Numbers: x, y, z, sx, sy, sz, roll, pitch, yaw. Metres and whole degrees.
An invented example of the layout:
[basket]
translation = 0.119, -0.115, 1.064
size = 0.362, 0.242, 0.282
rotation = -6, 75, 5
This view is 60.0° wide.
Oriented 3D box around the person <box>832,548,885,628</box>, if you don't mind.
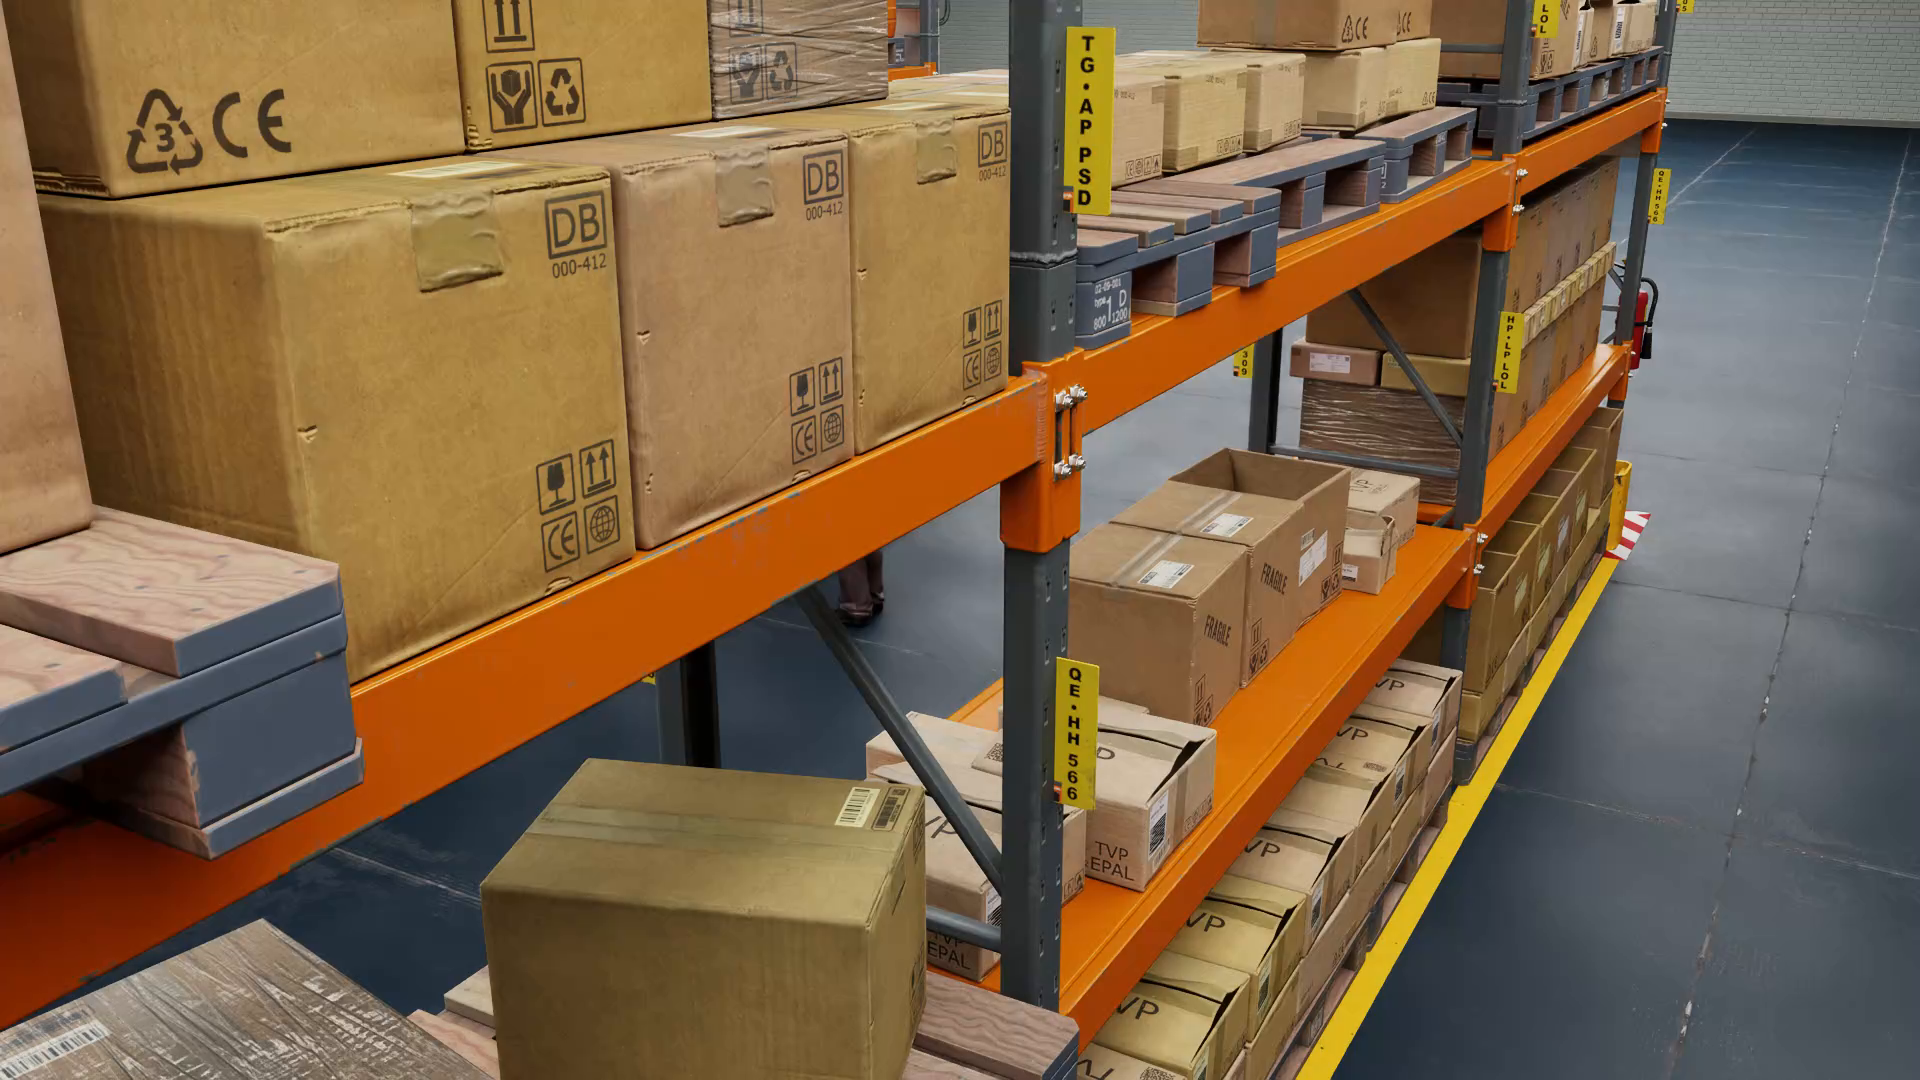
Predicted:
[person]
translation = -0.644, -0.387, 9.220
size = 0.555, 1.718, 0.495
rotation = 11, 22, 28
